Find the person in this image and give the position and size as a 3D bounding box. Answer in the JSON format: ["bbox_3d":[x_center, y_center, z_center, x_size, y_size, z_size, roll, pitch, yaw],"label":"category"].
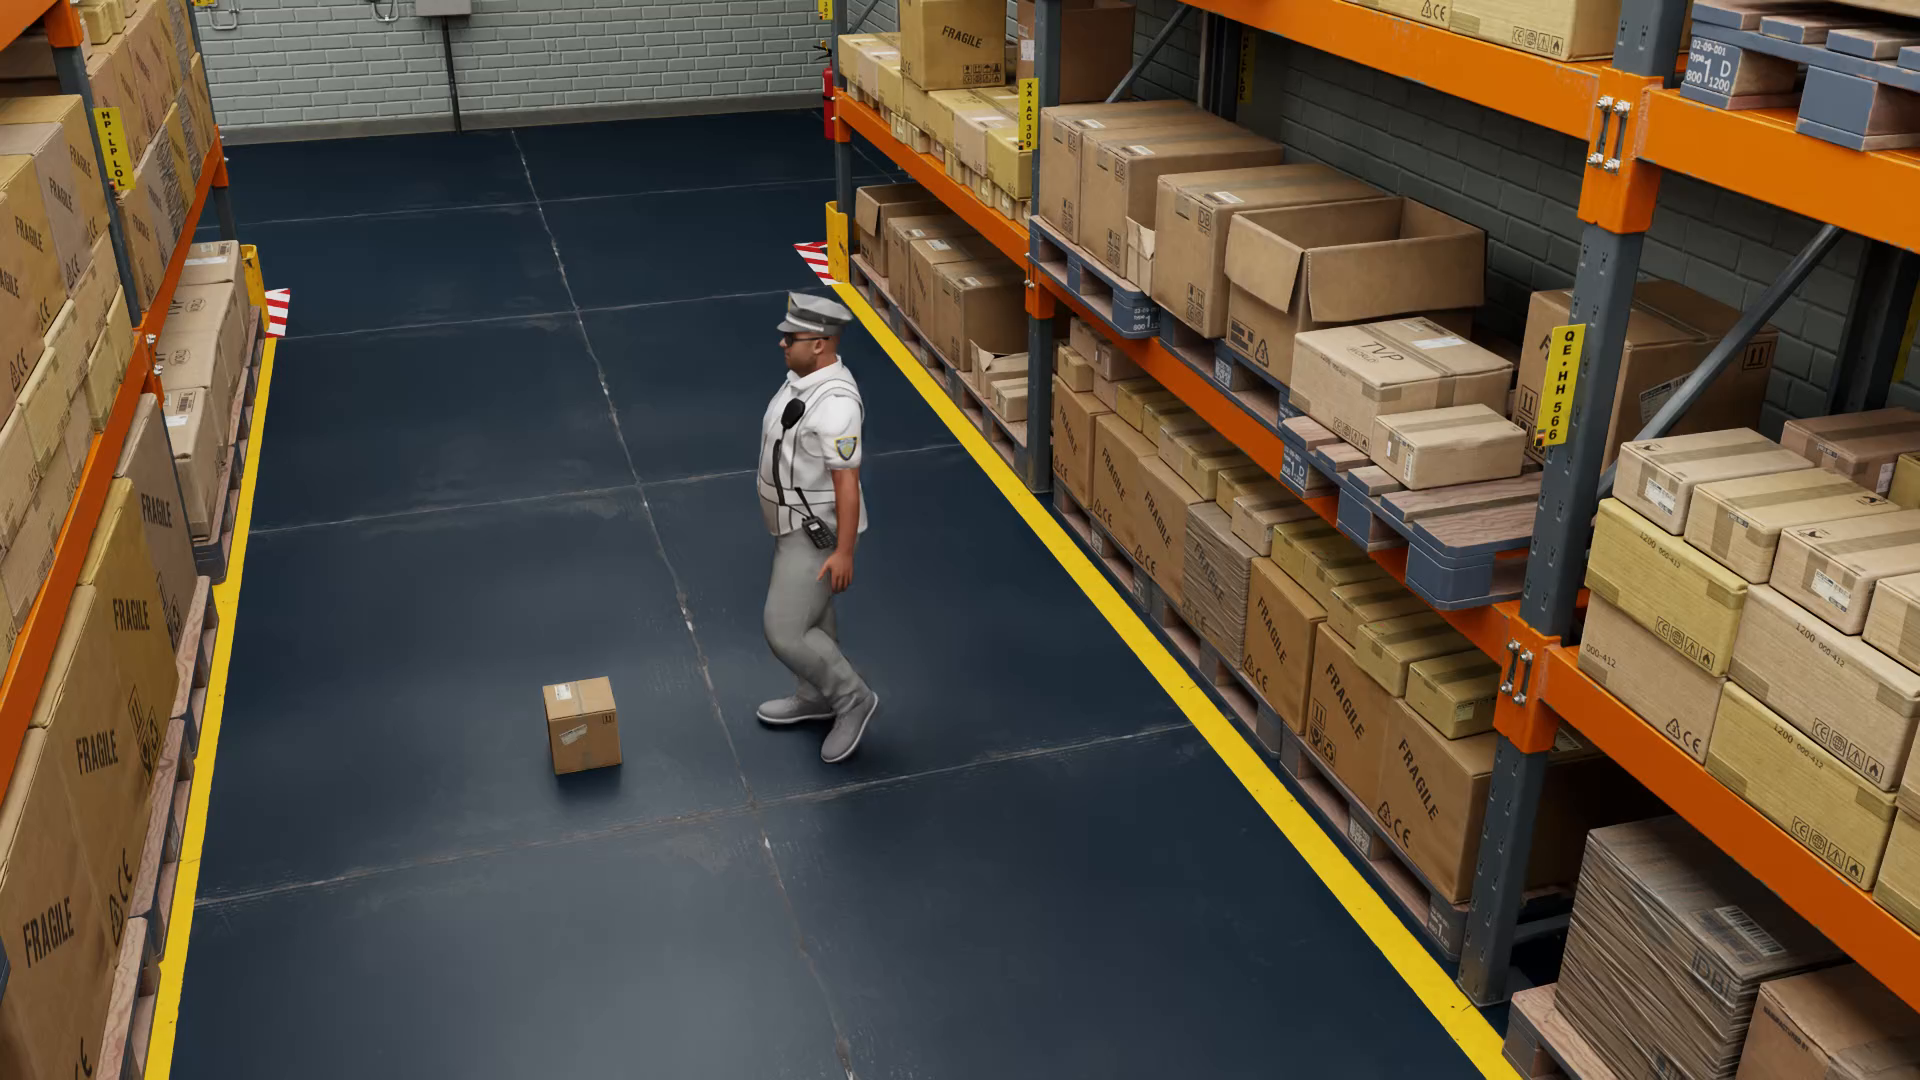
[{"bbox_3d":[-0.564,-0.055,6.192,0.449,1.777,0.571,-7,27,-14],"label":"person"}]
